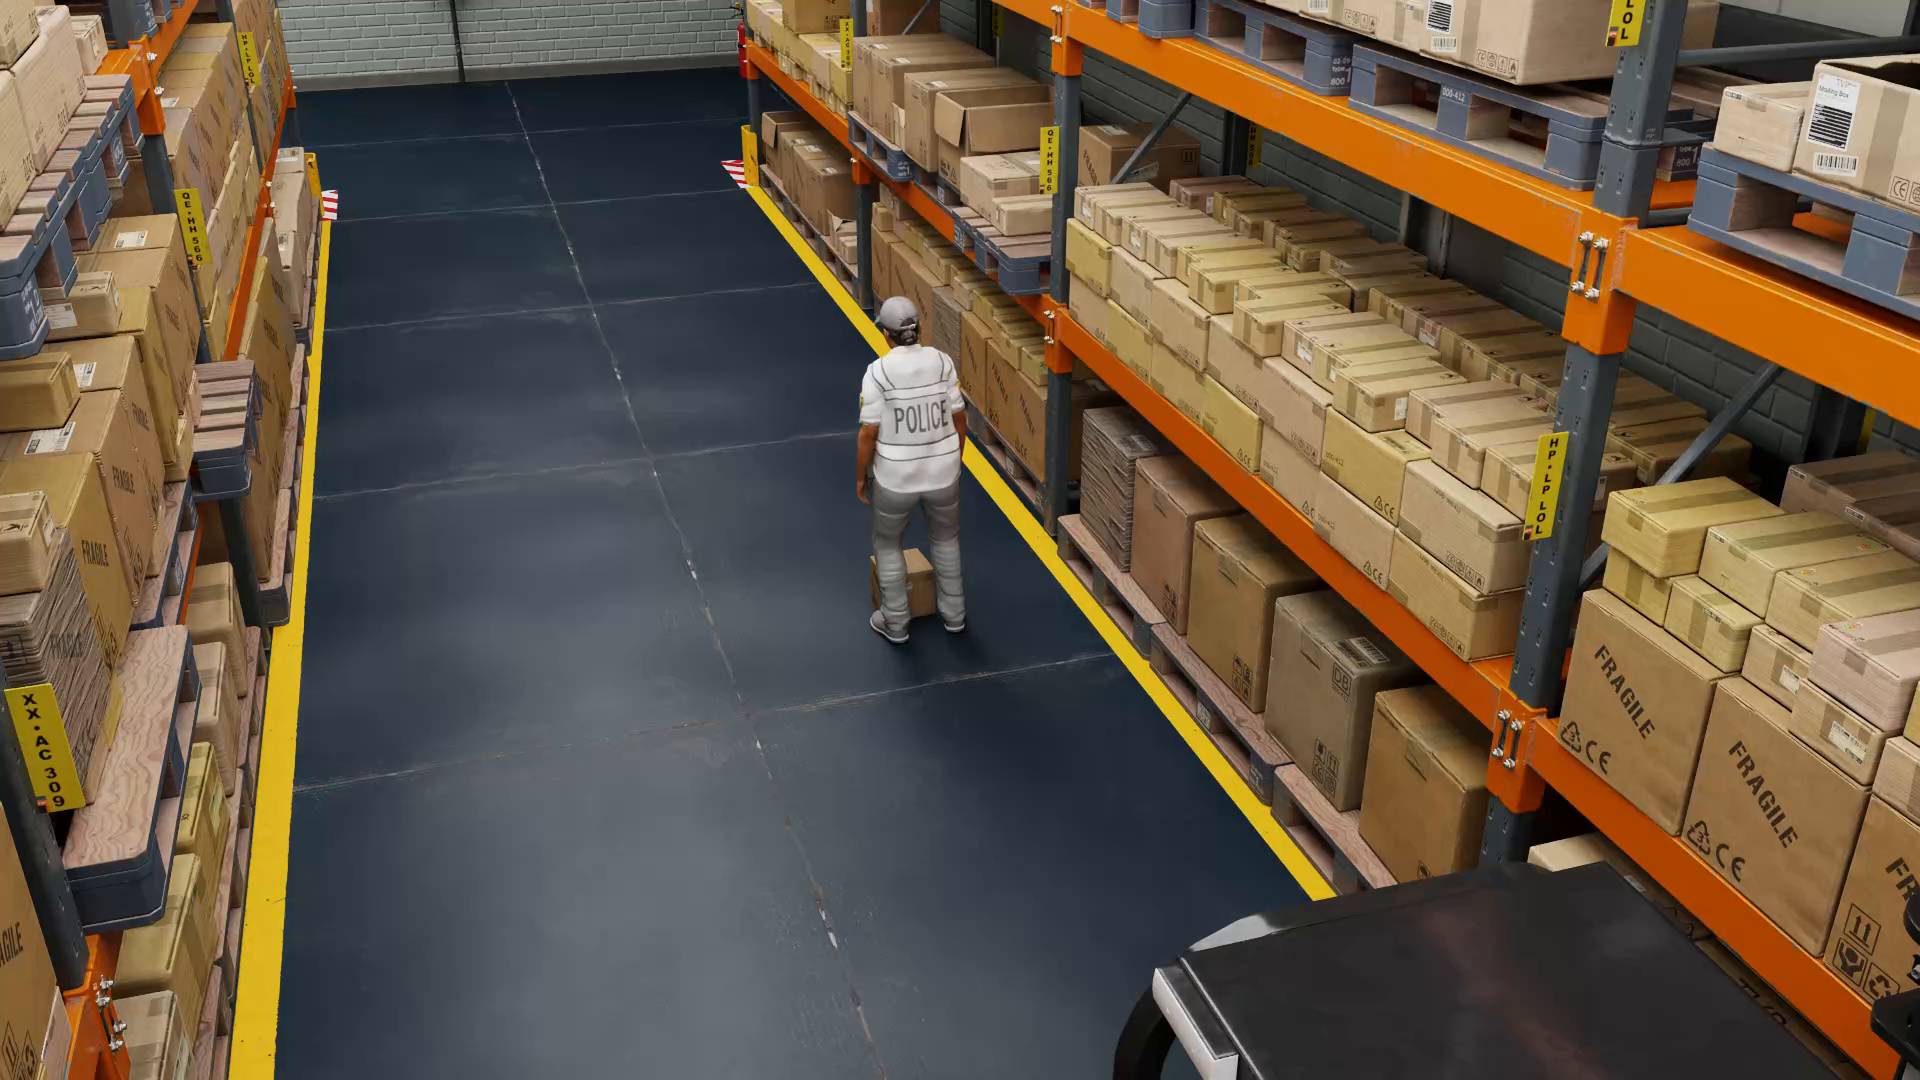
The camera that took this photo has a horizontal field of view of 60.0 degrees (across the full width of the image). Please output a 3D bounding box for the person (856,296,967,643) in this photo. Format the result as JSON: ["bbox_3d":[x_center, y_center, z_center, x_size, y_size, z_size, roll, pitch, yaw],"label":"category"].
[{"bbox_3d":[-0.217,-0.318,7.744,0.564,1.667,0.464,-10,28,-19],"label":"person"}]
